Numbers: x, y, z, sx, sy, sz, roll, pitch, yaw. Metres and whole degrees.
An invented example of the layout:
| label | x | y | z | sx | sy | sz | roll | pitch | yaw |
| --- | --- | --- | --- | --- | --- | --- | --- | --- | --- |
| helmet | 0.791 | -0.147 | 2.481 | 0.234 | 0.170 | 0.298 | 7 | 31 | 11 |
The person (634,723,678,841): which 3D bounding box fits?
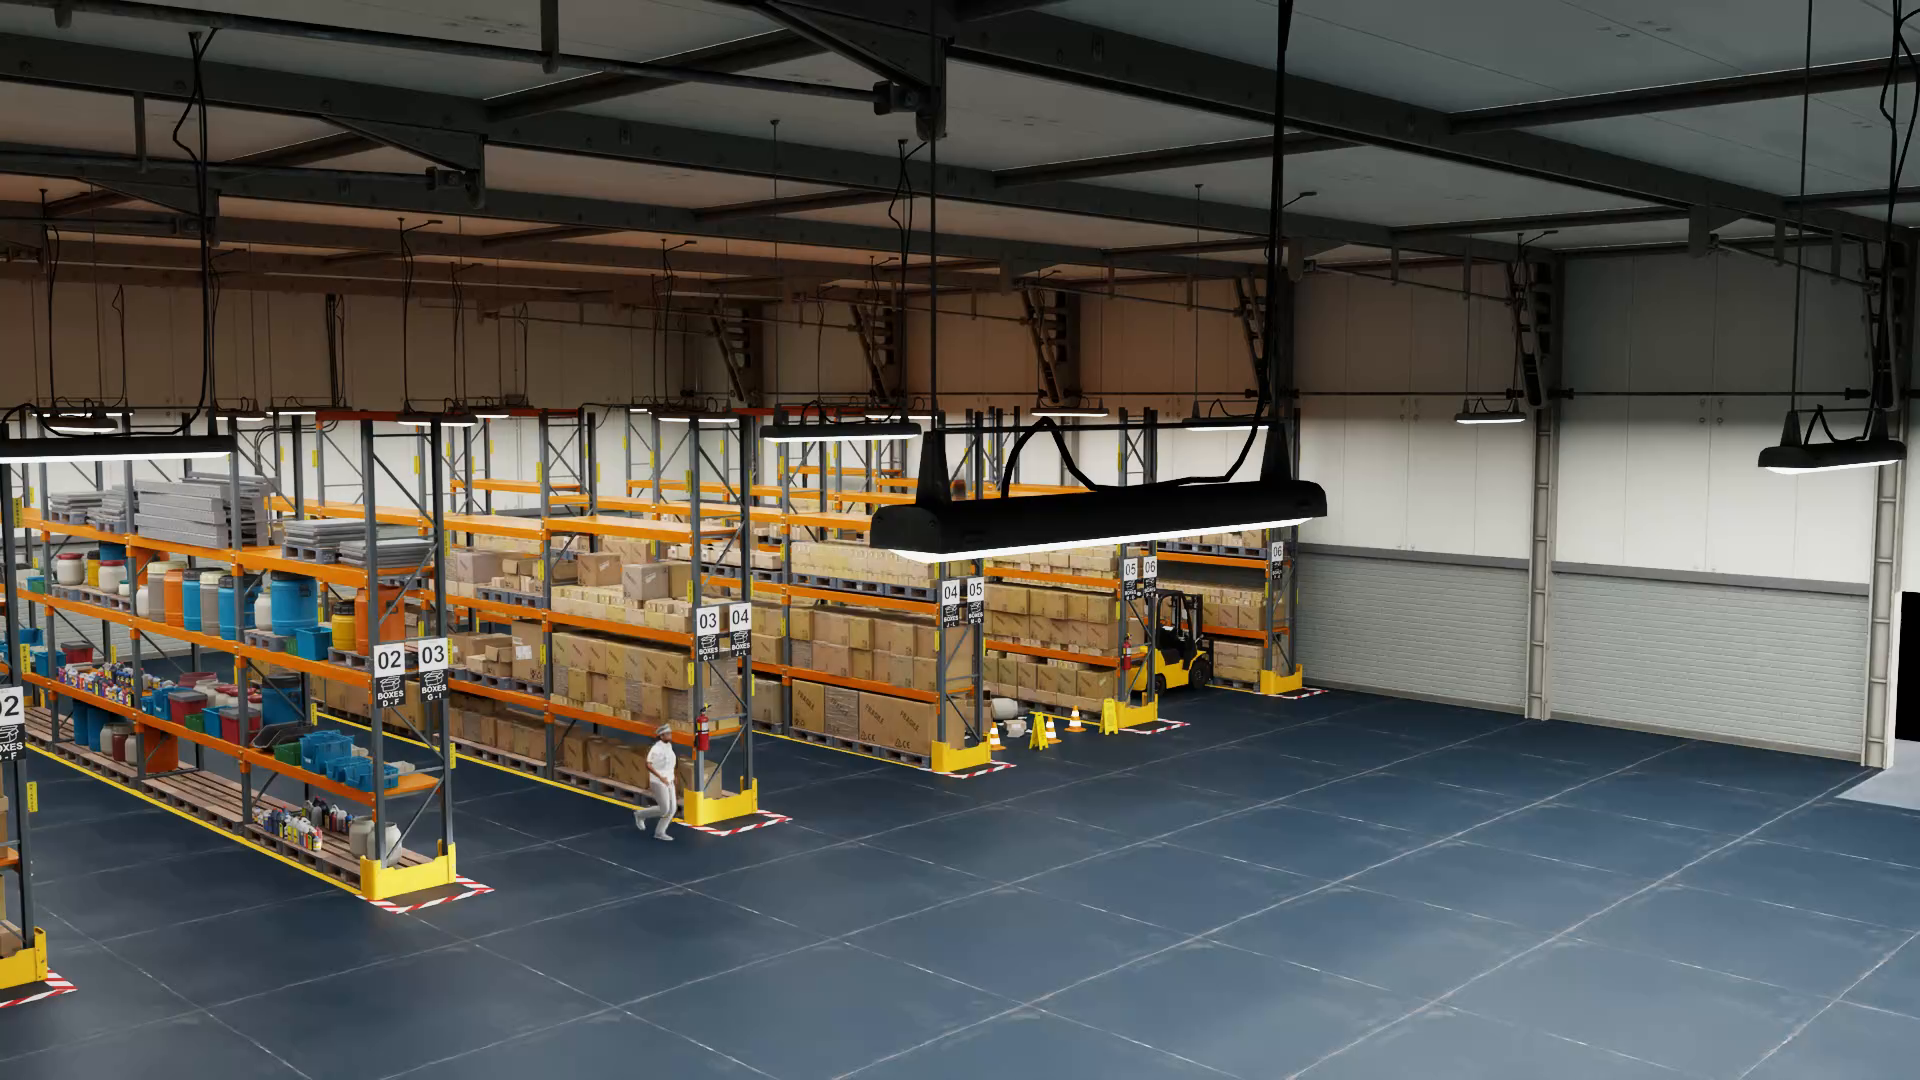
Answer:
| label | x | y | z | sx | sy | sz | roll | pitch | yaw |
| --- | --- | --- | --- | --- | --- | --- | --- | --- | --- |
| person | -4.309 | 3.429 | 23.706 | 0.581 | 1.655 | 0.563 | 2 | 5 | 17 |
